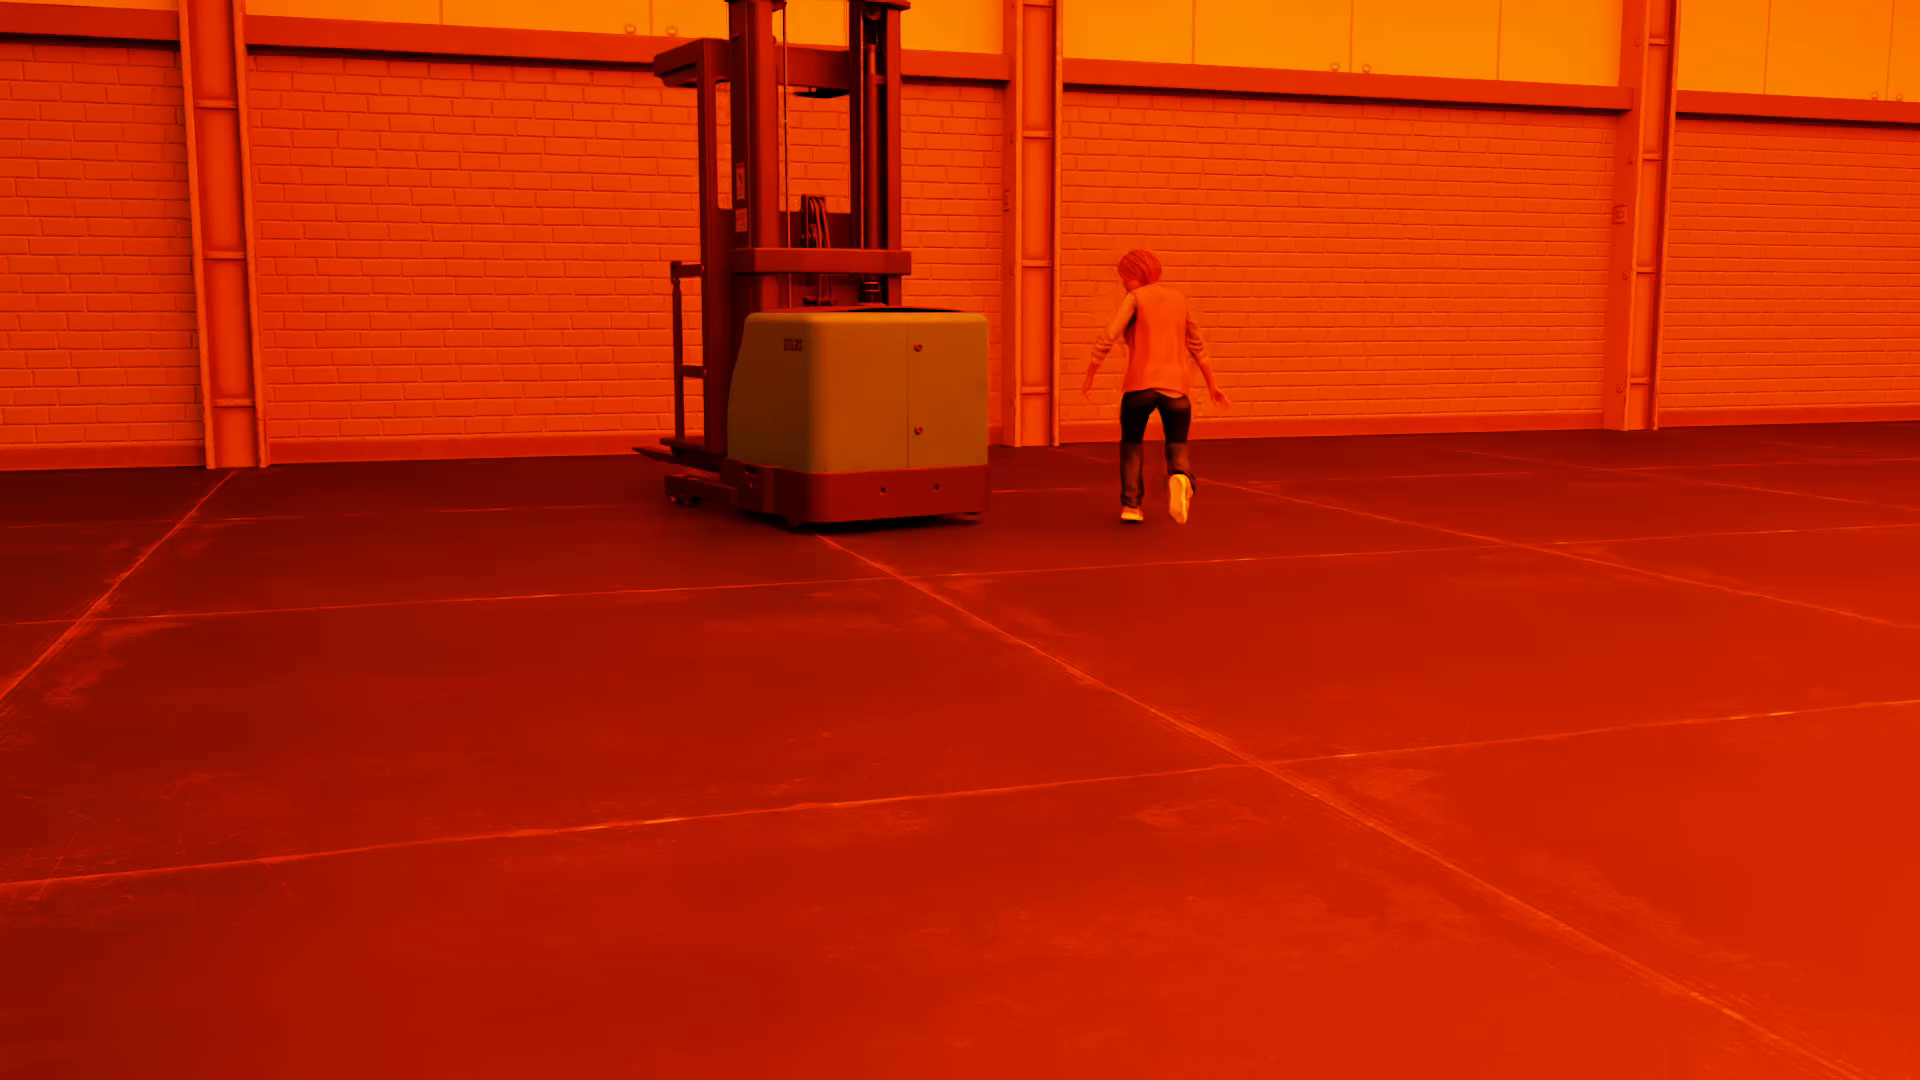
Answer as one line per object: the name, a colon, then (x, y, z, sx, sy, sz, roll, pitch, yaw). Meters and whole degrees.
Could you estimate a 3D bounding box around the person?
person: (1.037, -0.785, 8.549, 0.773, 1.411, 0.524, -1, 8, -9)

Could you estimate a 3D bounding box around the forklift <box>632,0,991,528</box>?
forklift: (-1.030, -1.670, 9.326, 1.130, 2.935, 3.031, -5, 9, -31)
